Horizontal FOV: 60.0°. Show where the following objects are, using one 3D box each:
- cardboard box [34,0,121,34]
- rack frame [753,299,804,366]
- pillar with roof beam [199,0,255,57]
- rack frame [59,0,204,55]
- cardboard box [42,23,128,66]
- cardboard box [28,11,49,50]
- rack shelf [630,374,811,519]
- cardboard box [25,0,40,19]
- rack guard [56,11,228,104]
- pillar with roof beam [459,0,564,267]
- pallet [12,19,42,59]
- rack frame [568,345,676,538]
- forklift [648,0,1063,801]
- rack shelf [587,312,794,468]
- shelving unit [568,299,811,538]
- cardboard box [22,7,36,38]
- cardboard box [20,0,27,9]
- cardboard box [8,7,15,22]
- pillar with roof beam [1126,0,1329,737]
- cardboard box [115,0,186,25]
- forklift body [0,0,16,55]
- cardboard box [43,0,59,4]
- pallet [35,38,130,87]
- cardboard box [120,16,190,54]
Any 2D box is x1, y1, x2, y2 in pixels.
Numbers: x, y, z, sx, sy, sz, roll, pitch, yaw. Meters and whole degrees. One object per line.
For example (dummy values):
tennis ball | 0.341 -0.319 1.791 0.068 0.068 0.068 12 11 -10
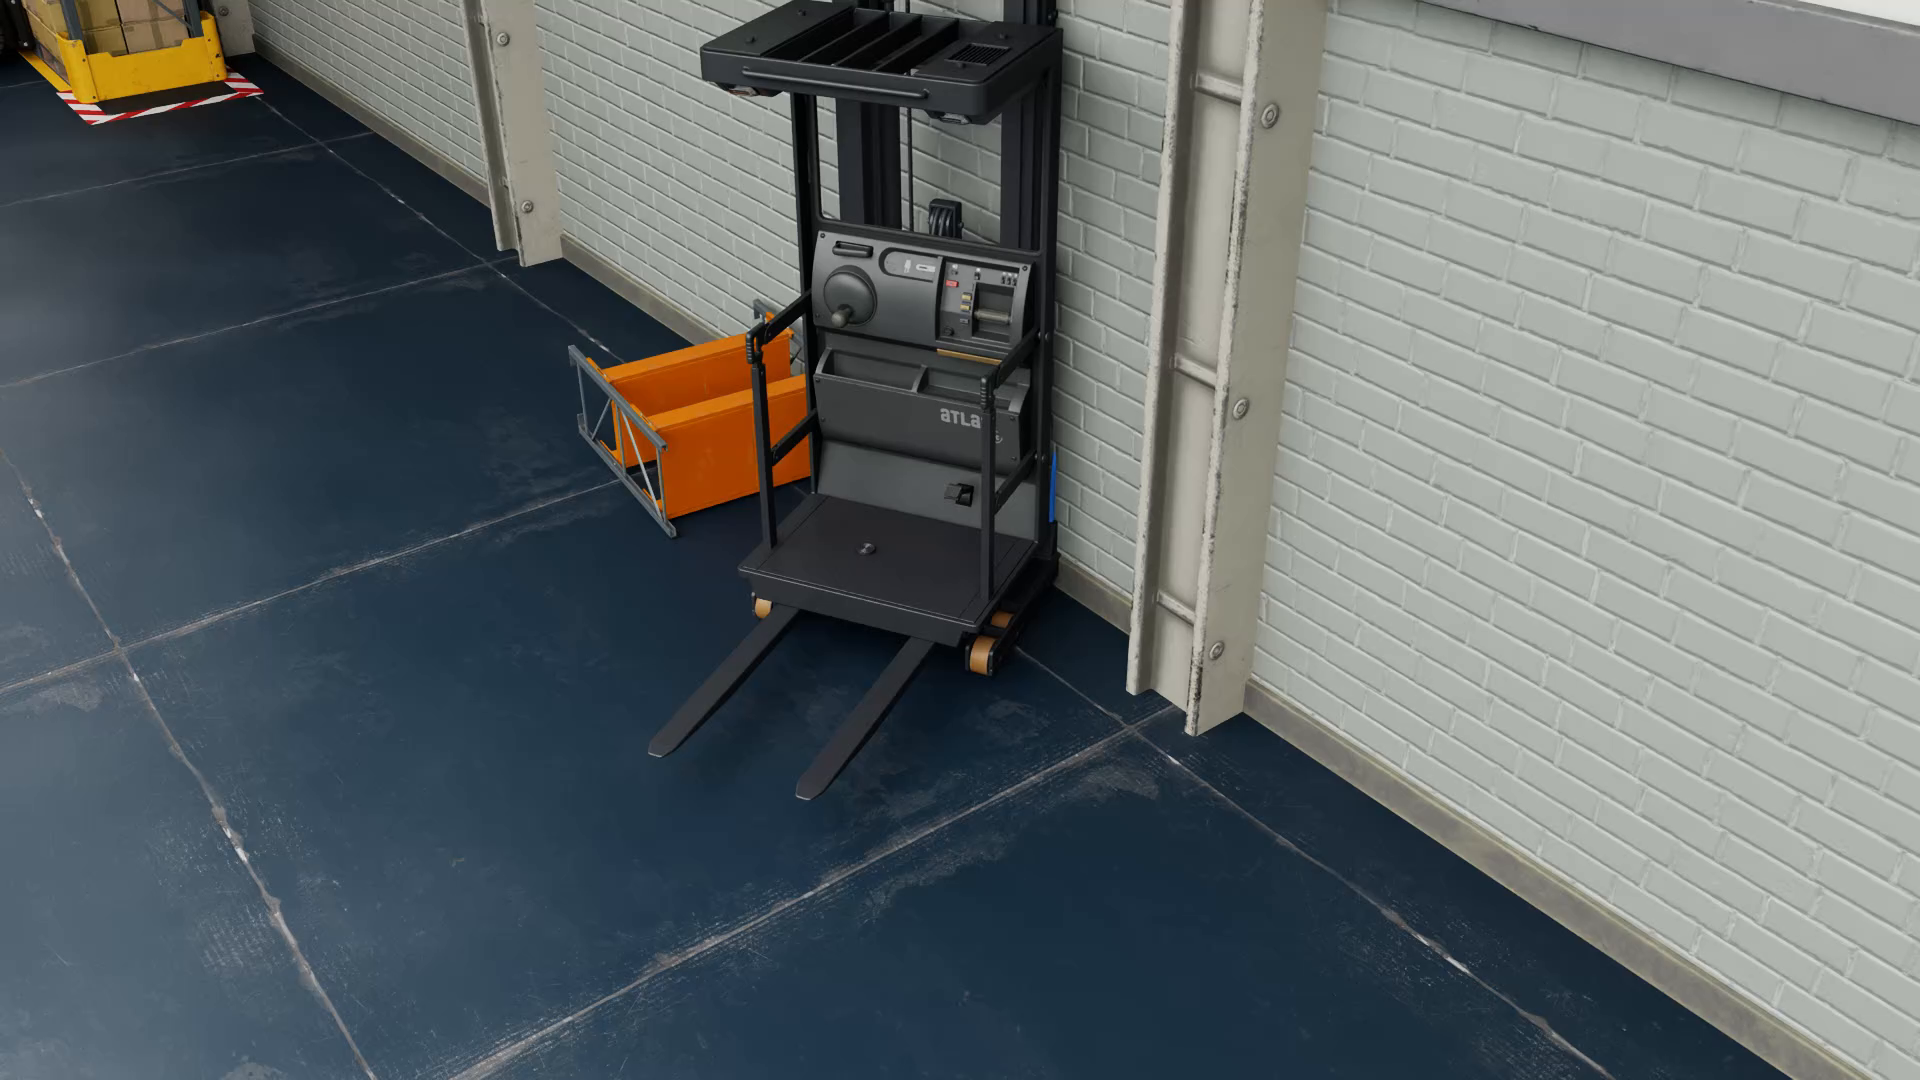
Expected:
cardboard box | -7.274 -4.378 13.691 0.500 0.250 0.500 -23 38 -32
rack frame | -0.772 -0.784 8.451 0.032 0.500 1.125 -19 39 -27
pillar with roof beam | -9.845 -6.791 10.156 9.100 9.000 0.400 -22 38 -31
rack frame | -6.729 -5.054 13.044 1.000 3.000 0.127 -22 38 -31
cardboard box | -7.267 -4.158 13.810 0.500 0.250 0.500 -22 38 -31
cardboard box | -7.564 -4.368 14.148 0.500 0.250 0.500 -22 38 -31
rack shelf | -1.045 -0.497 8.018 1.000 0.538 0.278 -19 39 -27
cardboard box | -7.573 -4.591 14.033 0.500 0.250 0.500 -23 38 -32
rack guard | -6.714 -3.982 13.688 1.175 0.500 0.348 -22 38 -31
pillar with roof beam | -6.165 -4.291 6.129 9.100 9.000 0.400 -22 38 -31
pallet | -7.975 -4.683 15.089 1.003 0.211 1.213 -22 38 -31
rack frame | -1.632 -0.489 7.994 0.032 0.500 1.125 -19 39 -27
forklift | -0.243 -0.943 6.490 1.130 2.935 3.031 13 34 19
rack shelf | -1.333 -0.753 8.393 1.000 0.538 0.278 -19 39 -27
shelving unit | -1.202 -0.637 8.222 1.048 0.538 1.125 -19 39 -27
cardboard box | -7.864 -4.580 14.489 0.500 0.250 0.500 -22 38 -31
cardboard box | -7.907 -4.799 14.368 0.500 0.250 0.500 -23 39 -32
cardboard box | -8.200 -4.789 14.826 0.500 0.250 0.500 -21 38 -30
pillar with roof beam | -2.486 -1.790 2.103 9.100 9.000 0.400 -22 38 -31
cardboard box | -6.853 -4.540 13.951 0.500 0.250 0.500 -21 38 -31
forklift body | -9.333 -4.893 13.590 2.313 2.155 1.214 -22 38 -31
cardboard box | -7.258 -4.580 13.542 0.500 0.250 0.500 -21 37 -30
pallet | -7.231 -4.175 14.271 1.003 0.211 1.213 -22 38 -31
cardboard box | -6.876 -4.332 14.090 0.500 0.250 0.500 -22 38 -31
